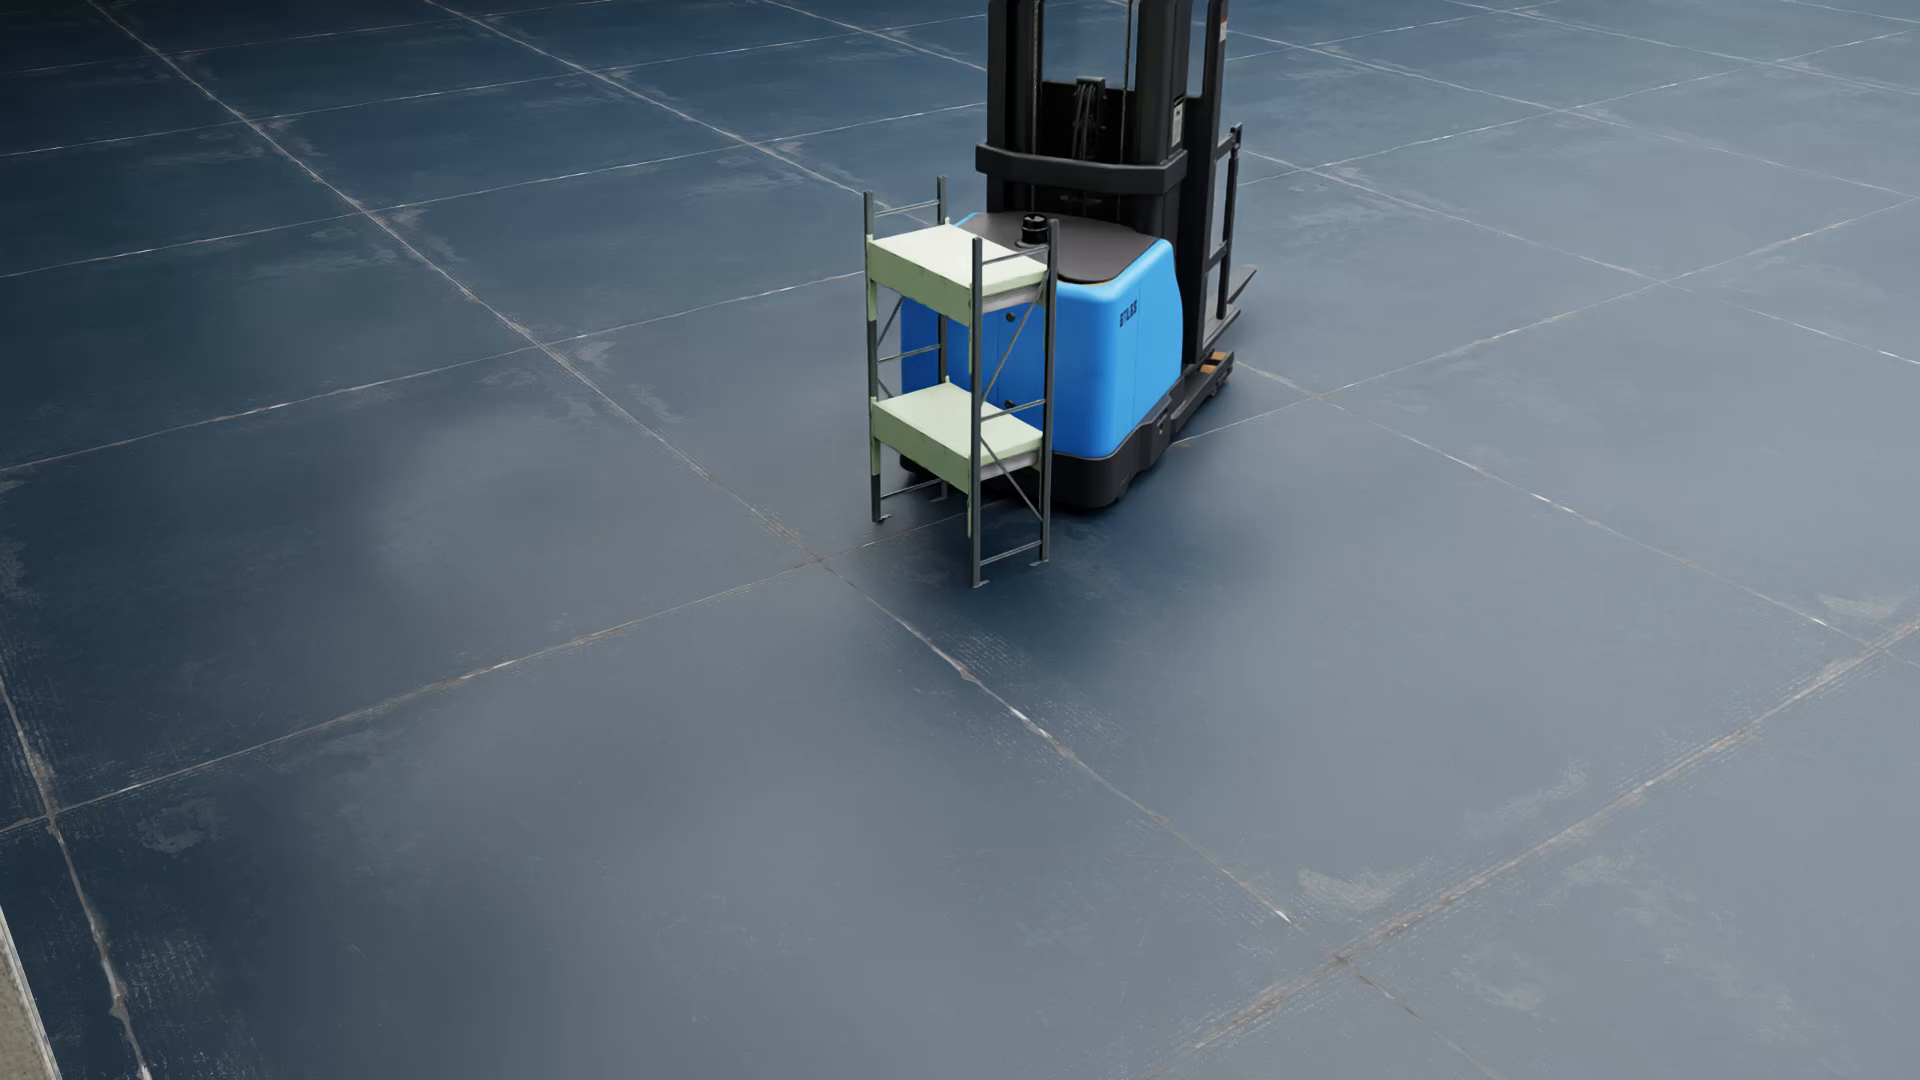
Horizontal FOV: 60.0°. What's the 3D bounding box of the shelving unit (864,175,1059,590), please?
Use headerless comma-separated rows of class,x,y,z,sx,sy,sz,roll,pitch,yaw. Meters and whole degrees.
shelving unit,-0.006,-0.655,6.890,0.431,1.500,0.755,-19,34,-31

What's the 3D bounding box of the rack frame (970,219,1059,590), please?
rack frame,0.210,-0.514,6.631,0.400,1.500,0.023,-19,34,-31

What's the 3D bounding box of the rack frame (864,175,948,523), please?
rack frame,-0.223,-0.796,7.149,0.400,1.500,0.023,-19,34,-31

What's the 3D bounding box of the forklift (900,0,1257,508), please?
forklift,0.796,-2.110,8.071,1.130,2.935,3.031,12,31,22

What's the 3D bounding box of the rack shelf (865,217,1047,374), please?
rack shelf,-0.005,-0.998,6.704,0.431,0.370,0.720,-19,34,-31

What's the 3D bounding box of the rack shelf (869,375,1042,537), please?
rack shelf,-0.007,-0.368,7.045,0.431,0.370,0.720,-19,34,-31
